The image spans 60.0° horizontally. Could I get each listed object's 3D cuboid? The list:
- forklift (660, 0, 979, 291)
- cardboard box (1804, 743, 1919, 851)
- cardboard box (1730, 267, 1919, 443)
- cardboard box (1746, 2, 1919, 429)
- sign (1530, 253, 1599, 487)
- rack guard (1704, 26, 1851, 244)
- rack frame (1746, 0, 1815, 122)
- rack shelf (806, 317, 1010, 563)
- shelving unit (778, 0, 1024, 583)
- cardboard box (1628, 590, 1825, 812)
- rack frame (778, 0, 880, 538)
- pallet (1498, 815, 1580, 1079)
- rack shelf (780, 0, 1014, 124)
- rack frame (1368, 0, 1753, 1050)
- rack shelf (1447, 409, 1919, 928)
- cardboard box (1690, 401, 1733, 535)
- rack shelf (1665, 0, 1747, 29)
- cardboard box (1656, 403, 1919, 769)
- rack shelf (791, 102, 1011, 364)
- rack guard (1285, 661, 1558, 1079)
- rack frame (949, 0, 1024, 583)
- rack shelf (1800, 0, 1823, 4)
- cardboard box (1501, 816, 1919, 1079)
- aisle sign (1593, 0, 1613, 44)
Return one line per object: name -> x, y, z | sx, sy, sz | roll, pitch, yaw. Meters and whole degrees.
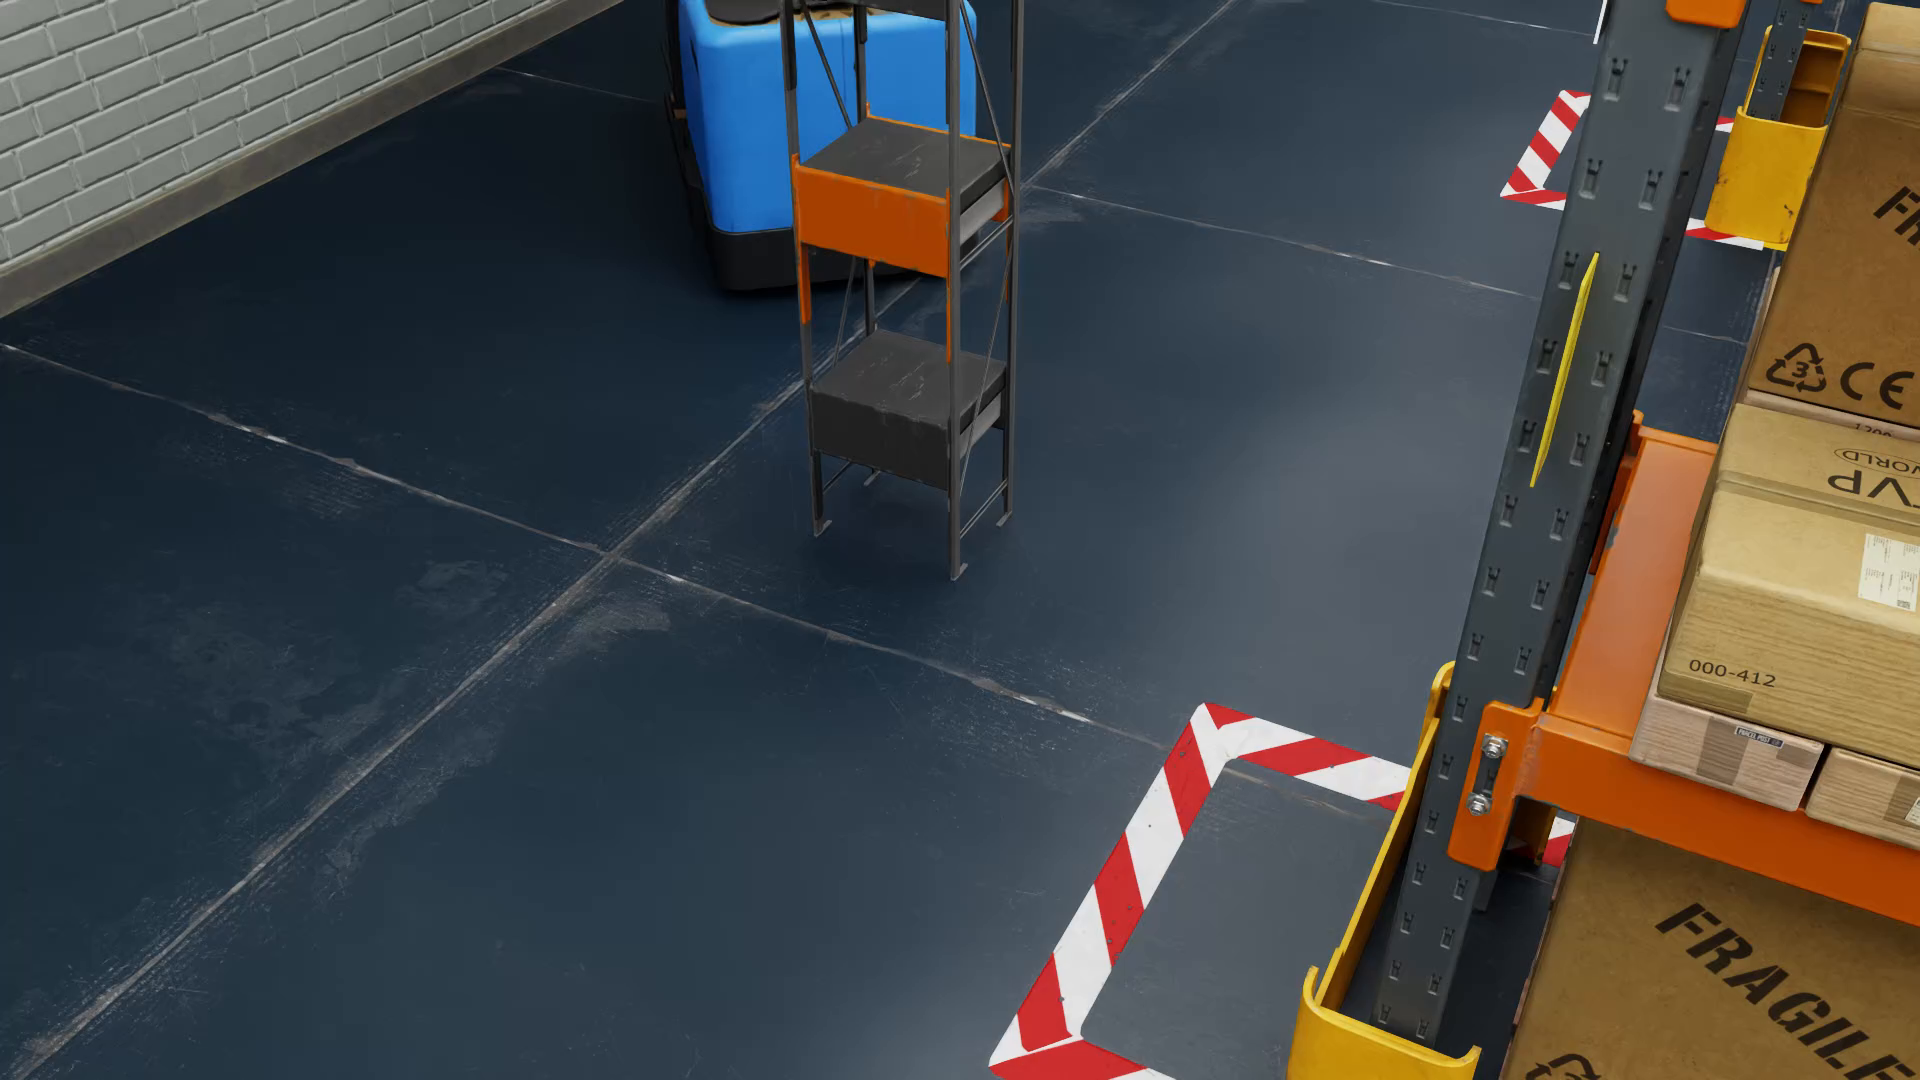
forklift -> -0.762, -3.019, 6.803 | 1.130, 2.935, 3.031 | -8, 38, -11
cardboard box -> 1.484, 0.297, 2.585 | 0.250, 0.149, 0.380 | 17, 40, 21
cardboard box -> 1.644, -0.216, 2.931 | 0.500, 0.250, 0.500 | 17, 40, 21
cardboard box -> 1.645, -0.512, 2.702 | 0.500, 0.500, 0.500 | 18, 41, 22
sign -> 0.831, -0.229, 2.290 | 0.005, 0.325, 0.100 | 17, 41, 21
rack guard -> 3.530, -1.767, 7.165 | 0.348, 0.500, 1.175 | 17, 41, 21
rack frame -> 3.462, -2.784, 6.437 | 0.127, 3.000, 1.000 | 17, 41, 21
rack shelf -> -0.147, -0.314, 5.107 | 0.480, 0.518, 0.431 | 17, 41, 21
shelving unit -> -0.147, -0.882, 4.676 | 0.503, 2.100, 0.431 | 17, 41, 21
cardboard box -> 1.255, 0.227, 2.678 | 0.250, 0.149, 0.380 | 18, 41, 22
rack frame -> -0.364, -0.950, 4.765 | 0.015, 2.100, 0.400 | 17, 41, 21
pallet -> 1.838, 1.142, 3.571 | 1.213, 0.211, 1.003 | 17, 41, 21
rack shelf -> -0.147, -1.429, 4.261 | 0.480, 0.518, 0.431 | 17, 41, 21
rack frame -> 1.092, -0.149, 2.966 | 0.127, 3.000, 1.000 | 17, 41, 21
rack shelf -> 2.868, 0.693, 2.451 | 4.000, 0.370, 1.077 | 17, 41, 21
cardboard box -> 1.559, -0.127, 3.144 | 0.250, 0.149, 0.380 | 18, 41, 22
rack shelf -> 2.868, -0.501, 1.544 | 4.000, 0.370, 1.077 | 17, 41, 21
cardboard box -> 1.394, 0.070, 2.554 | 0.500, 0.250, 0.500 | 16, 40, 20
rack shelf -> -0.147, -0.872, 4.684 | 0.480, 0.518, 0.431 | 17, 41, 21
rack guard -> 1.070, 0.840, 3.730 | 0.348, 0.500, 1.175 | 17, 41, 21
rack frame -> 0.070, -0.815, 4.586 | 0.015, 2.100, 0.400 | 17, 41, 21
rack shelf -> 5.238, -1.941, 5.922 | 4.000, 0.370, 1.077 | 17, 41, 21
cardboard box -> 1.697, 0.665, 3.303 | 0.875, 0.875, 0.875 | 17, 41, 21
aisle sign -> 0.890, -1.044, 1.994 | 0.004, 0.787, 0.394 | 17, 41, 21
